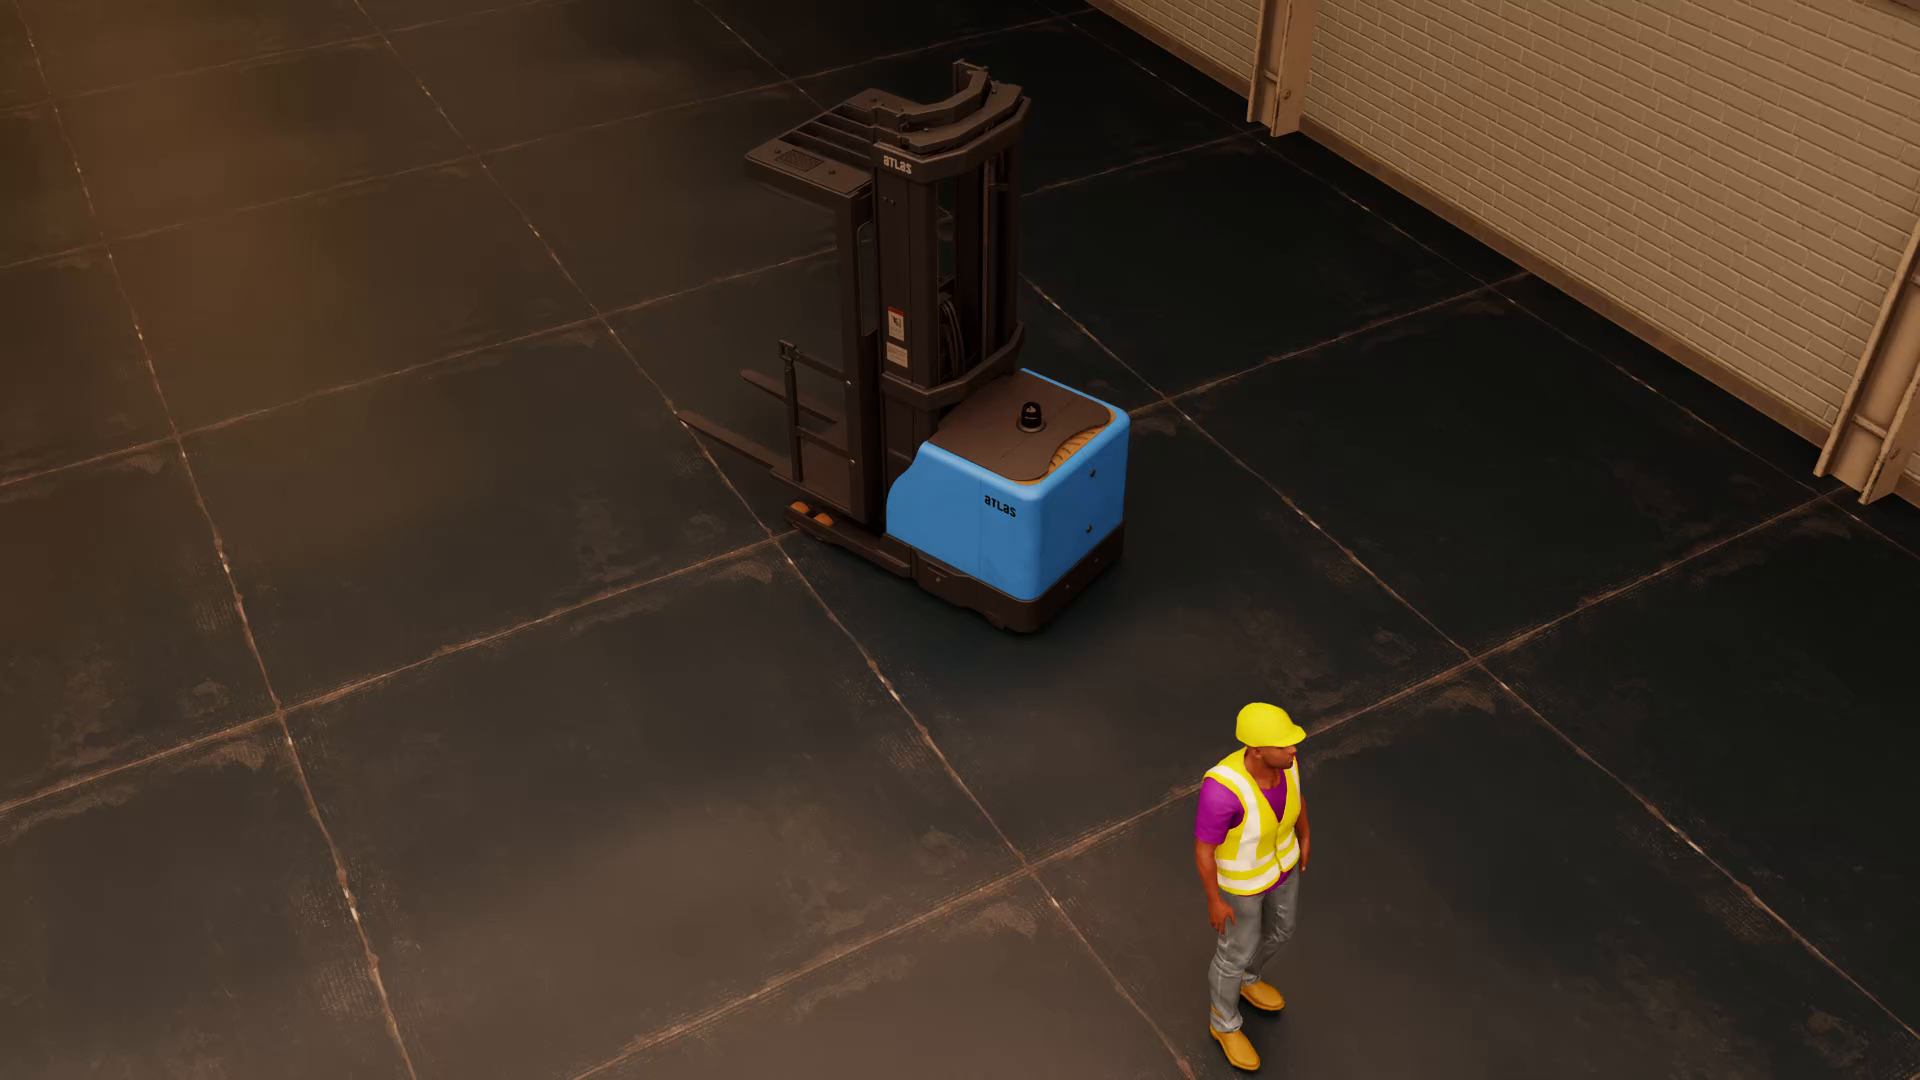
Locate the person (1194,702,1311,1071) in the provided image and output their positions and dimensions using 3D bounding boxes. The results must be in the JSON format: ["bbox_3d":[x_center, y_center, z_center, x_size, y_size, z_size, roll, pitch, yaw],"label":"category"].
[{"bbox_3d":[1.322,1.455,7.188,0.666,1.755,0.589,-31,49,-32],"label":"person"}]

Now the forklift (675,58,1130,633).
[{"bbox_3d":[-0.481,-1.366,9.683,3.031,2.935,1.130,26,46,28],"label":"forklift"}]
